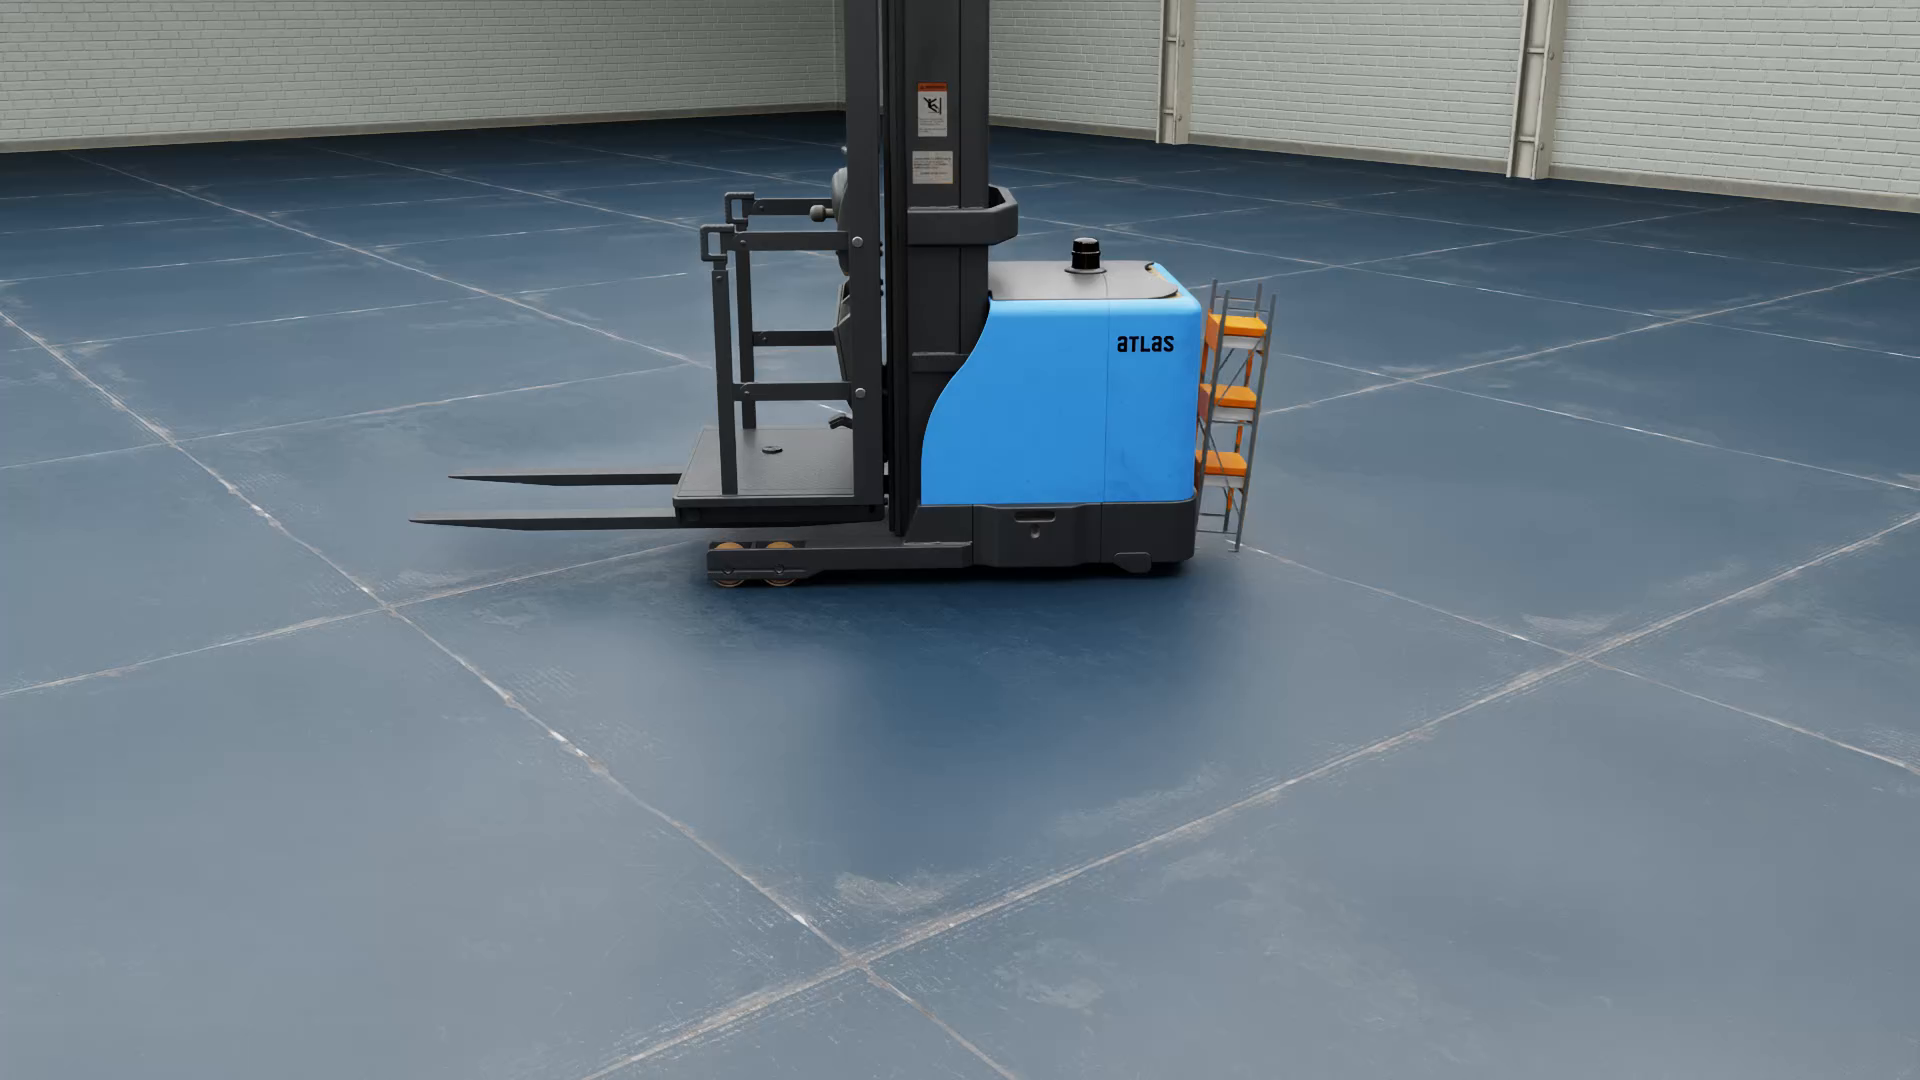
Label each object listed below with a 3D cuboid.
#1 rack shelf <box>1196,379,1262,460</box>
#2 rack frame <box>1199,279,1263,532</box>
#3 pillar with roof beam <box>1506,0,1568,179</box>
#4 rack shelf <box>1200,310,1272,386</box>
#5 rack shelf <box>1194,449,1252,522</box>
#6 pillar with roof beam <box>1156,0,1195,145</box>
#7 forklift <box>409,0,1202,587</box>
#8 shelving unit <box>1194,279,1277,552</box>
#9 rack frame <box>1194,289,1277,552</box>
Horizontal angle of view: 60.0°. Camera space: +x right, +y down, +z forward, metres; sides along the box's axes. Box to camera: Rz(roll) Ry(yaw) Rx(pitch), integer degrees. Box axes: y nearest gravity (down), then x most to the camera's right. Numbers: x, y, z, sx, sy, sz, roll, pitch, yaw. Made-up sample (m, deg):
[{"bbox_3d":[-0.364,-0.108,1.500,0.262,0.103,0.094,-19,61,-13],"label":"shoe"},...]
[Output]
[{"bbox_3d":[1.065,-0.485,6.664,0.215,0.259,0.240,4,18,-4],"label":"rack shelf"},{"bbox_3d":[1.060,-0.533,6.776,0.200,1.050,0.008,4,18,-4],"label":"rack frame"},{"bbox_3d":[3.491,-7.820,16.162,9.100,9.000,0.400,-14,23,-36],"label":"pillar with roof beam"},{"bbox_3d":[1.089,-0.754,6.576,0.215,0.259,0.240,4,18,-4],"label":"rack shelf"},{"bbox_3d":[1.041,-0.222,6.750,0.215,0.259,0.240,4,18,-4],"label":"rack shelf"},{"bbox_3d":[-0.234,-9.298,20.627,9.100,9.000,0.400,-14,23,-36],"label":"pillar with roof beam"},{"bbox_3d":[-0.622,-1.383,6.375,3.031,2.935,1.130,-1,18,-2],"label":"forklift"},{"bbox_3d":[1.066,-0.495,6.661,0.215,1.050,0.252,4,18,-4],"label":"shelving unit"},{"bbox_3d":[1.071,-0.457,6.545,0.200,1.050,0.008,4,18,-4],"label":"rack frame"}]
